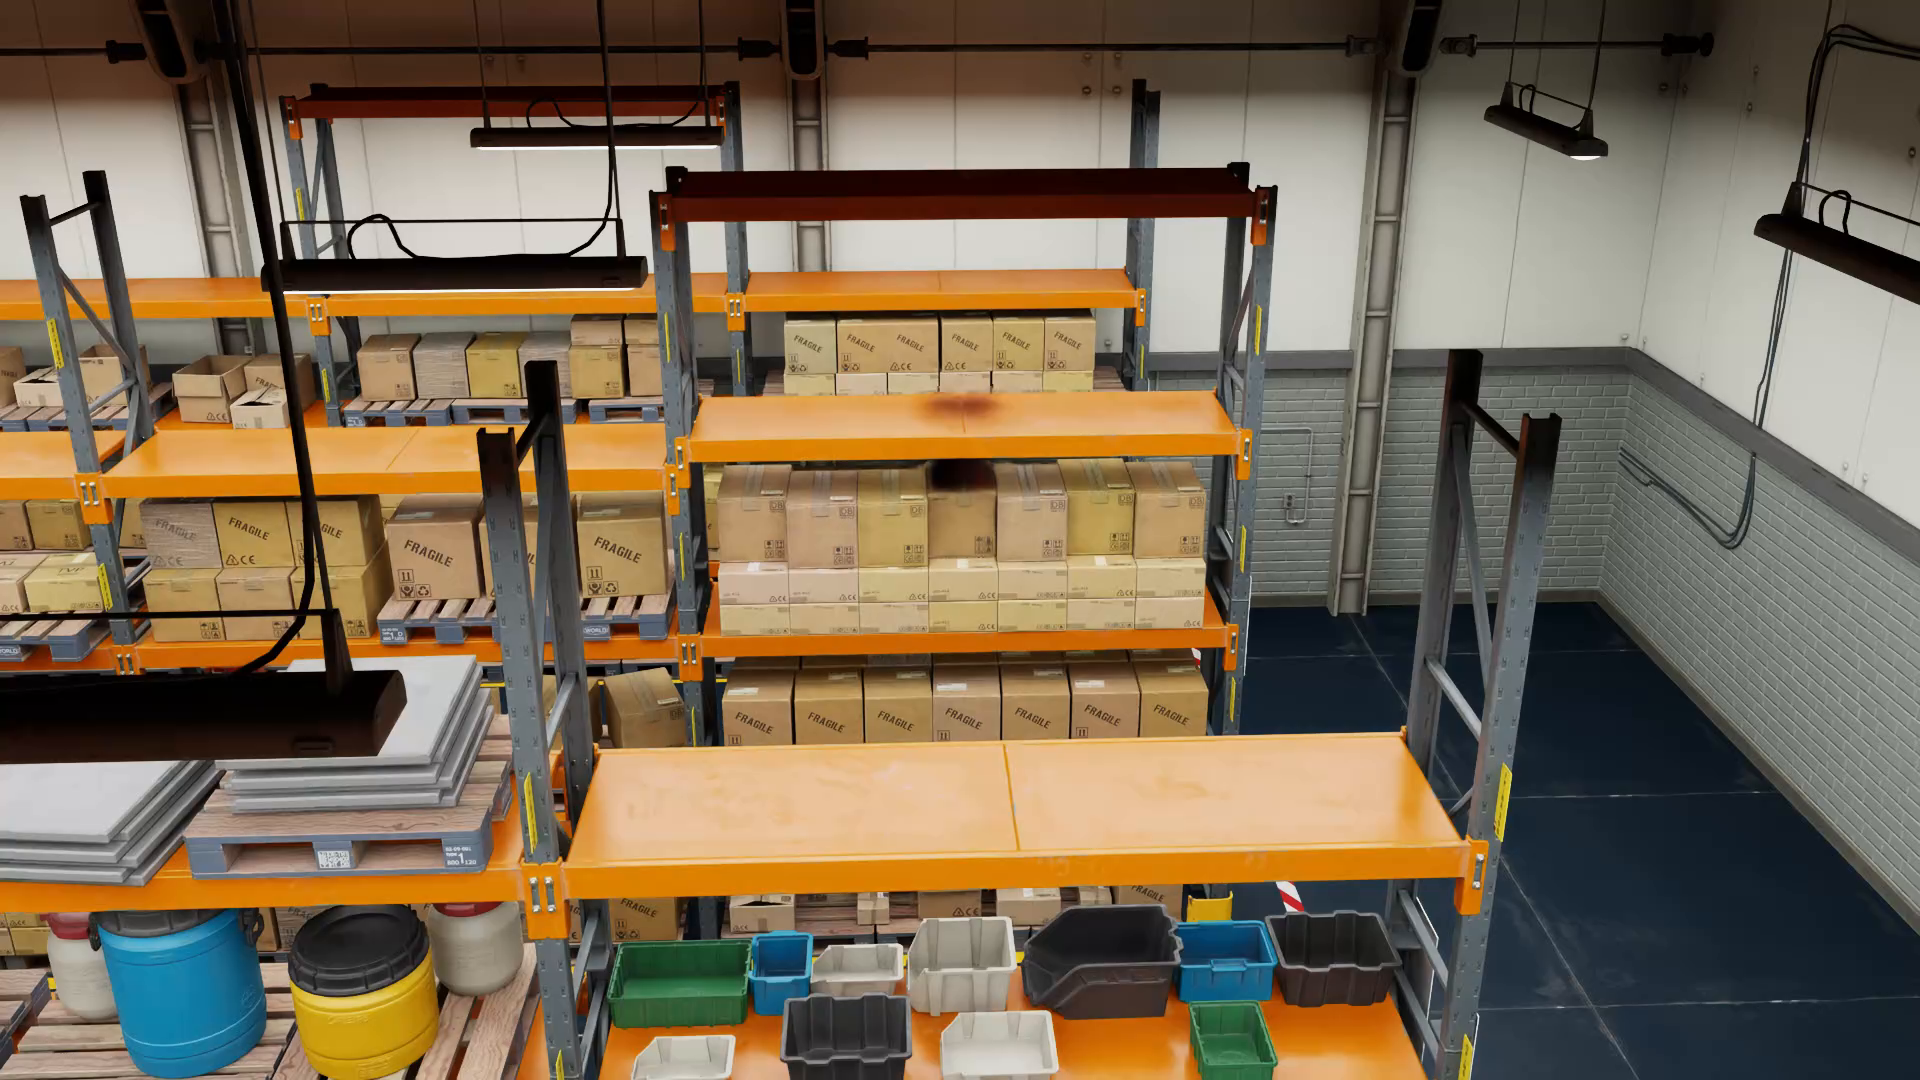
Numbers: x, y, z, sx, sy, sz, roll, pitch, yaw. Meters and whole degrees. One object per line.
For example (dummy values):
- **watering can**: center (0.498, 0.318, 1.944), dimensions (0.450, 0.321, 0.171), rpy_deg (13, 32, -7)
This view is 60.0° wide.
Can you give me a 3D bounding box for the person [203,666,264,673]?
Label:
- **person**: center (-6.777, 1.339, 15.499), dimensions (0.610, 1.808, 0.403), rpy_deg (1, 22, 3)
